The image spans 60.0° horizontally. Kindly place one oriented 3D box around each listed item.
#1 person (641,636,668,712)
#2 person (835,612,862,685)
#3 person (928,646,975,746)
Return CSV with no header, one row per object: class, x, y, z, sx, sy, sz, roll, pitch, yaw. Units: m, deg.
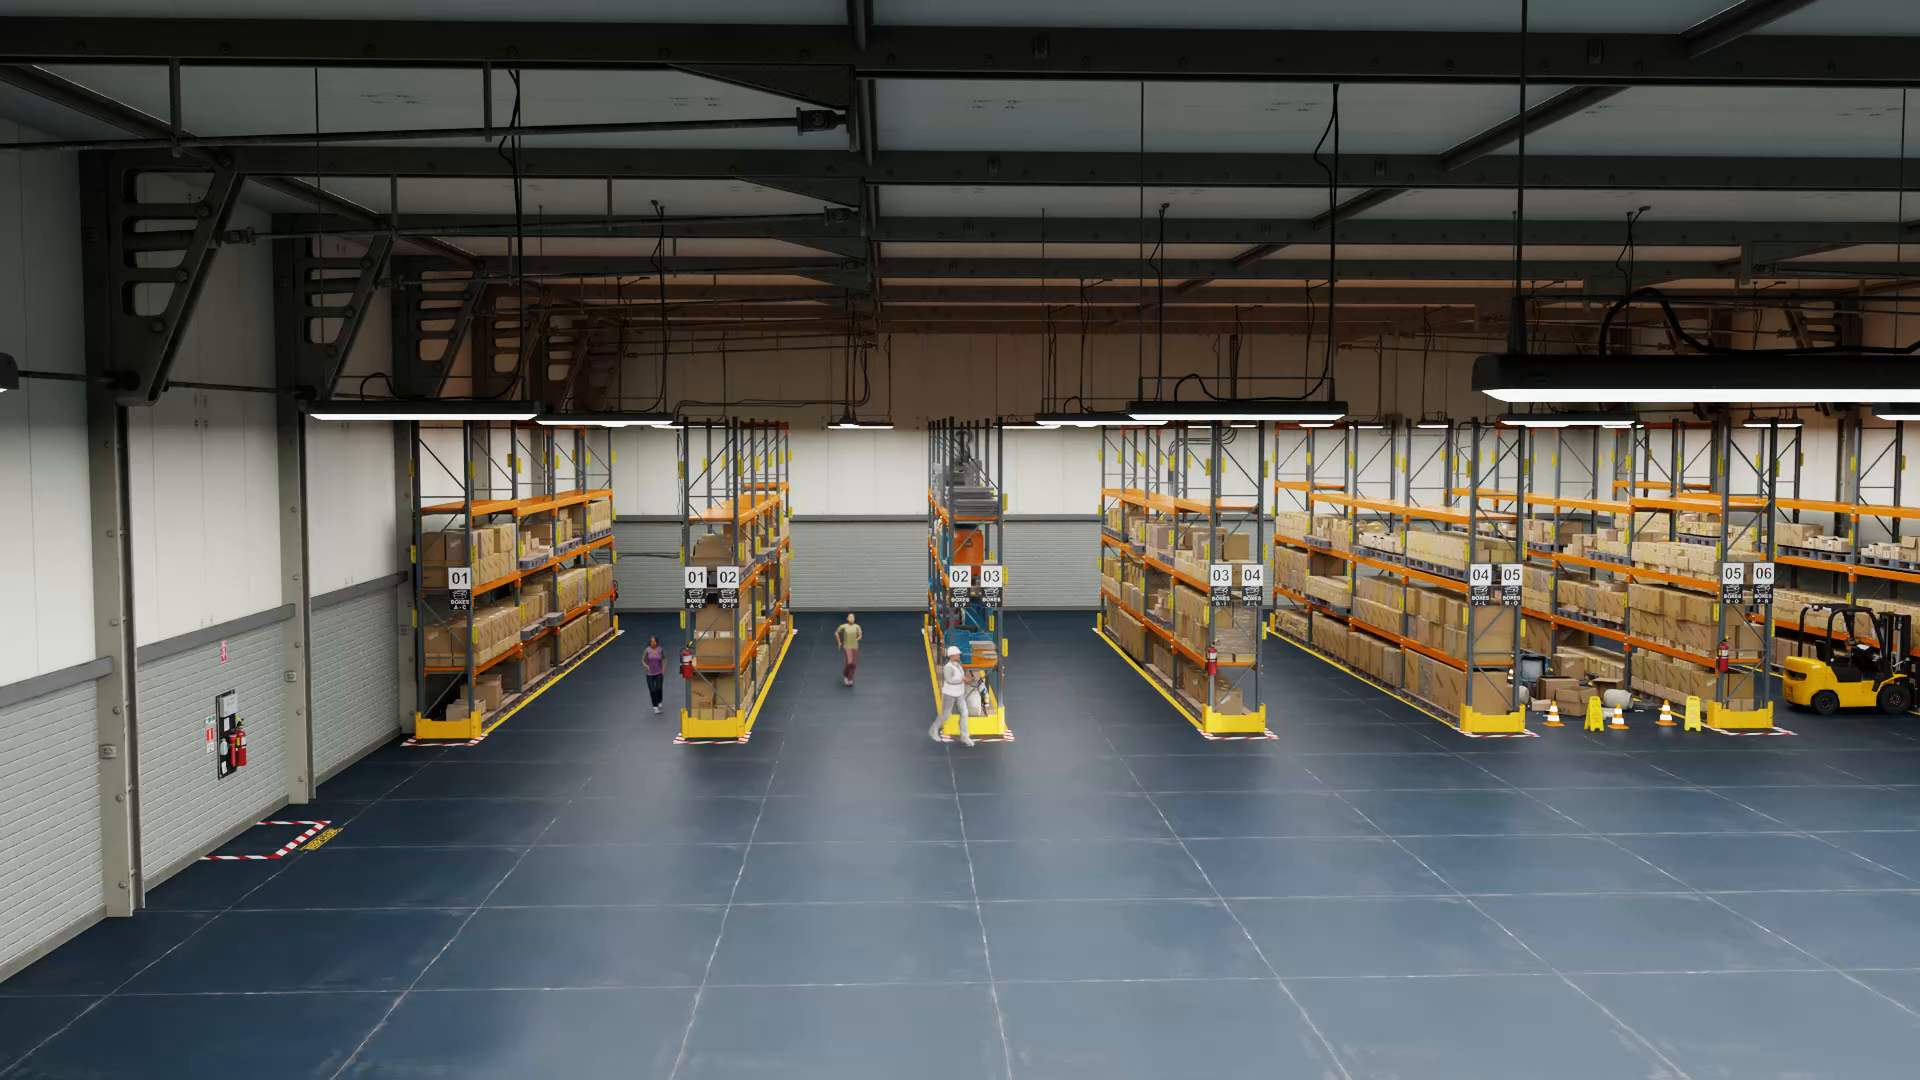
person,-6.203,2.731,33.729,0.533,1.561,0.576,-1,4,-8
person,-2.460,2.445,37.399,0.558,1.634,0.620,-2,4,-22
person,-0.154,2.836,30.346,0.907,1.804,0.636,2,4,30
